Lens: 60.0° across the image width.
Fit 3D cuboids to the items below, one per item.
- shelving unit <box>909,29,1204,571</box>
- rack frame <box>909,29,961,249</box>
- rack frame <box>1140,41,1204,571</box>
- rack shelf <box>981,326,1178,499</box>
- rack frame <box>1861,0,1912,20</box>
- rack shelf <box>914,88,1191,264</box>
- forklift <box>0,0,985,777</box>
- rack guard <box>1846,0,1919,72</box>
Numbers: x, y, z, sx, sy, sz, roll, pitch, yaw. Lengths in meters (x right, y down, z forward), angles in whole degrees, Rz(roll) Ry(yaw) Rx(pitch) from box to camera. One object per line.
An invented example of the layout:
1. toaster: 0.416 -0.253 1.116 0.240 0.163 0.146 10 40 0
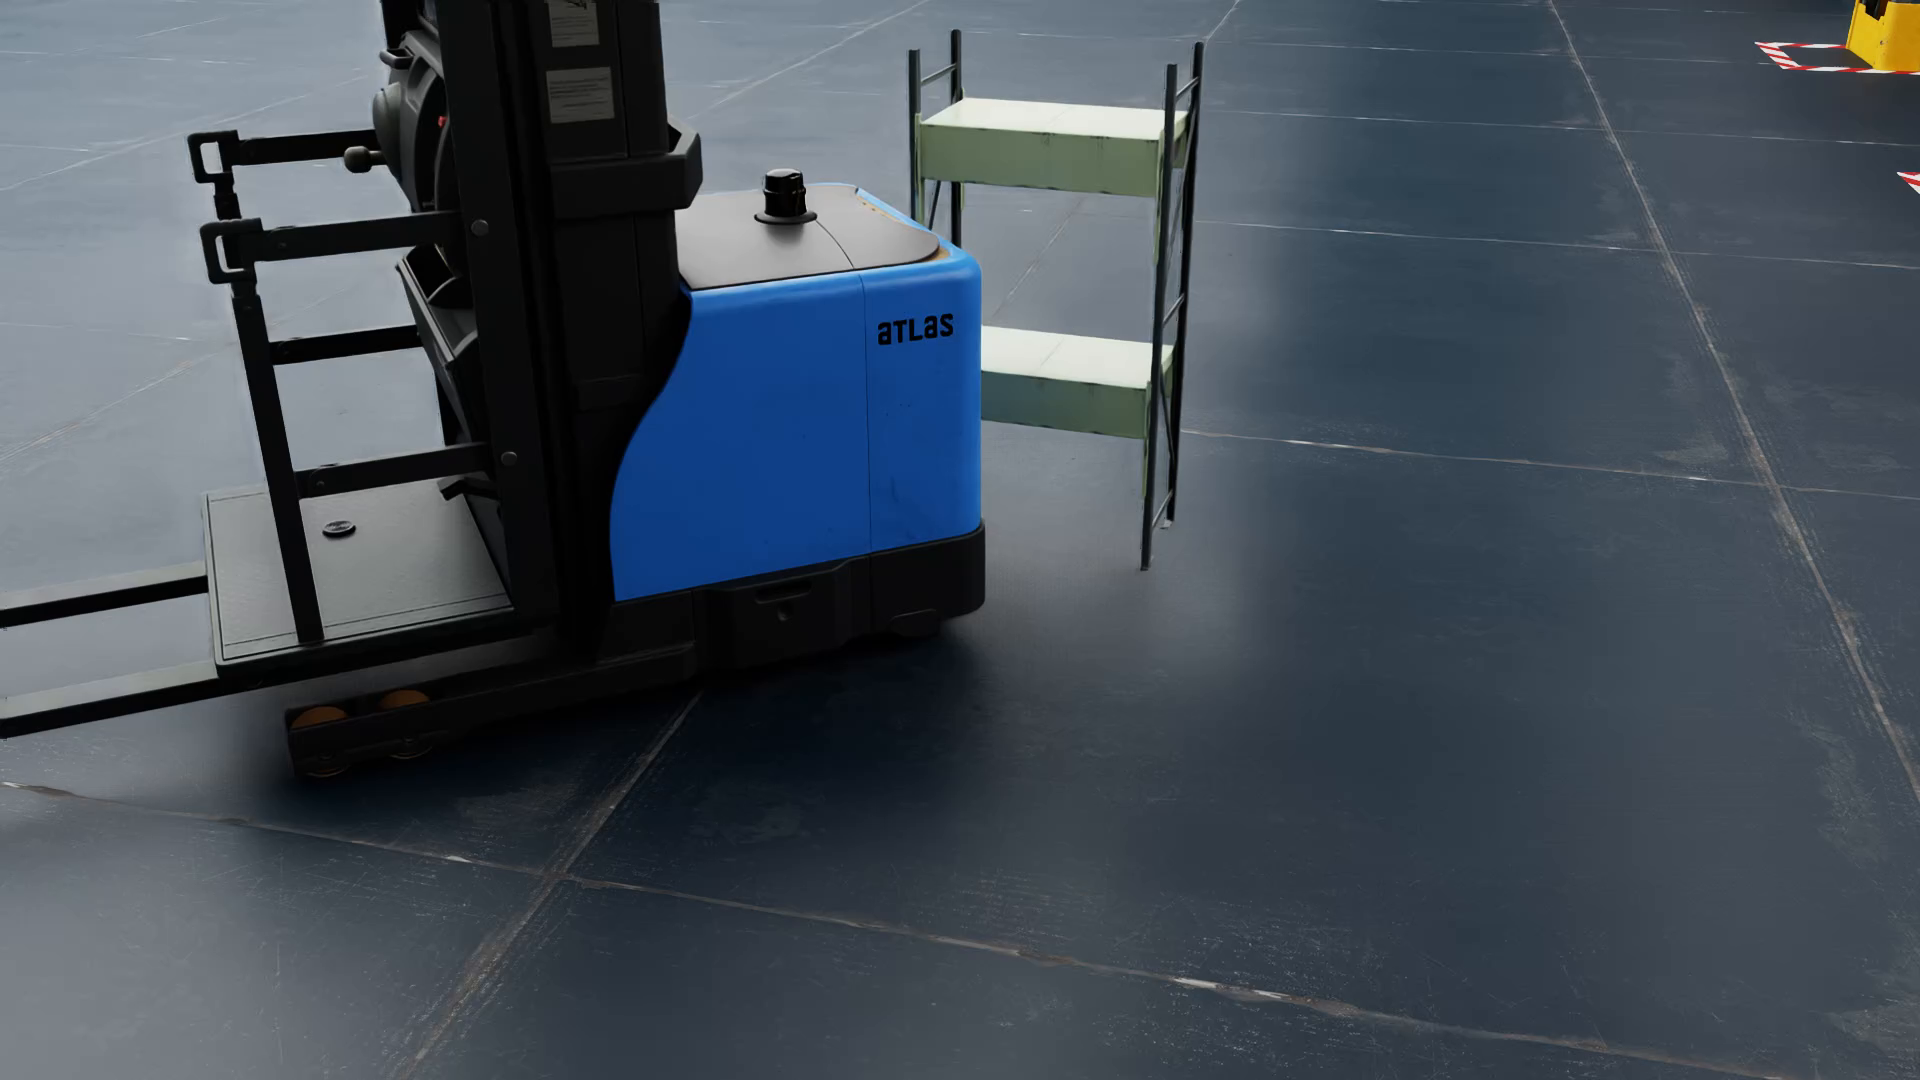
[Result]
1. shelving unit: 0.277 -0.717 5.012 0.755 1.500 0.431 8 27 17
2. rack frame: -0.070 -0.768 5.118 0.023 1.500 0.400 8 27 17
3. rack frame: 0.624 -0.667 4.906 0.023 1.500 0.400 8 27 17
4. rack shelf: 0.277 -0.423 5.152 0.720 0.370 0.431 8 27 17
5. rack frame: 7.349 -5.230 12.745 0.127 3.000 1.000 6 26 13
6. rack shelf: 0.277 -1.070 4.844 0.720 0.370 0.431 8 27 17
7. forklift: -1.492 -1.006 3.954 3.031 2.935 1.130 -11 28 -22
8. rack guard: 7.423 -4.093 13.265 0.348 0.500 1.175 6 26 13
